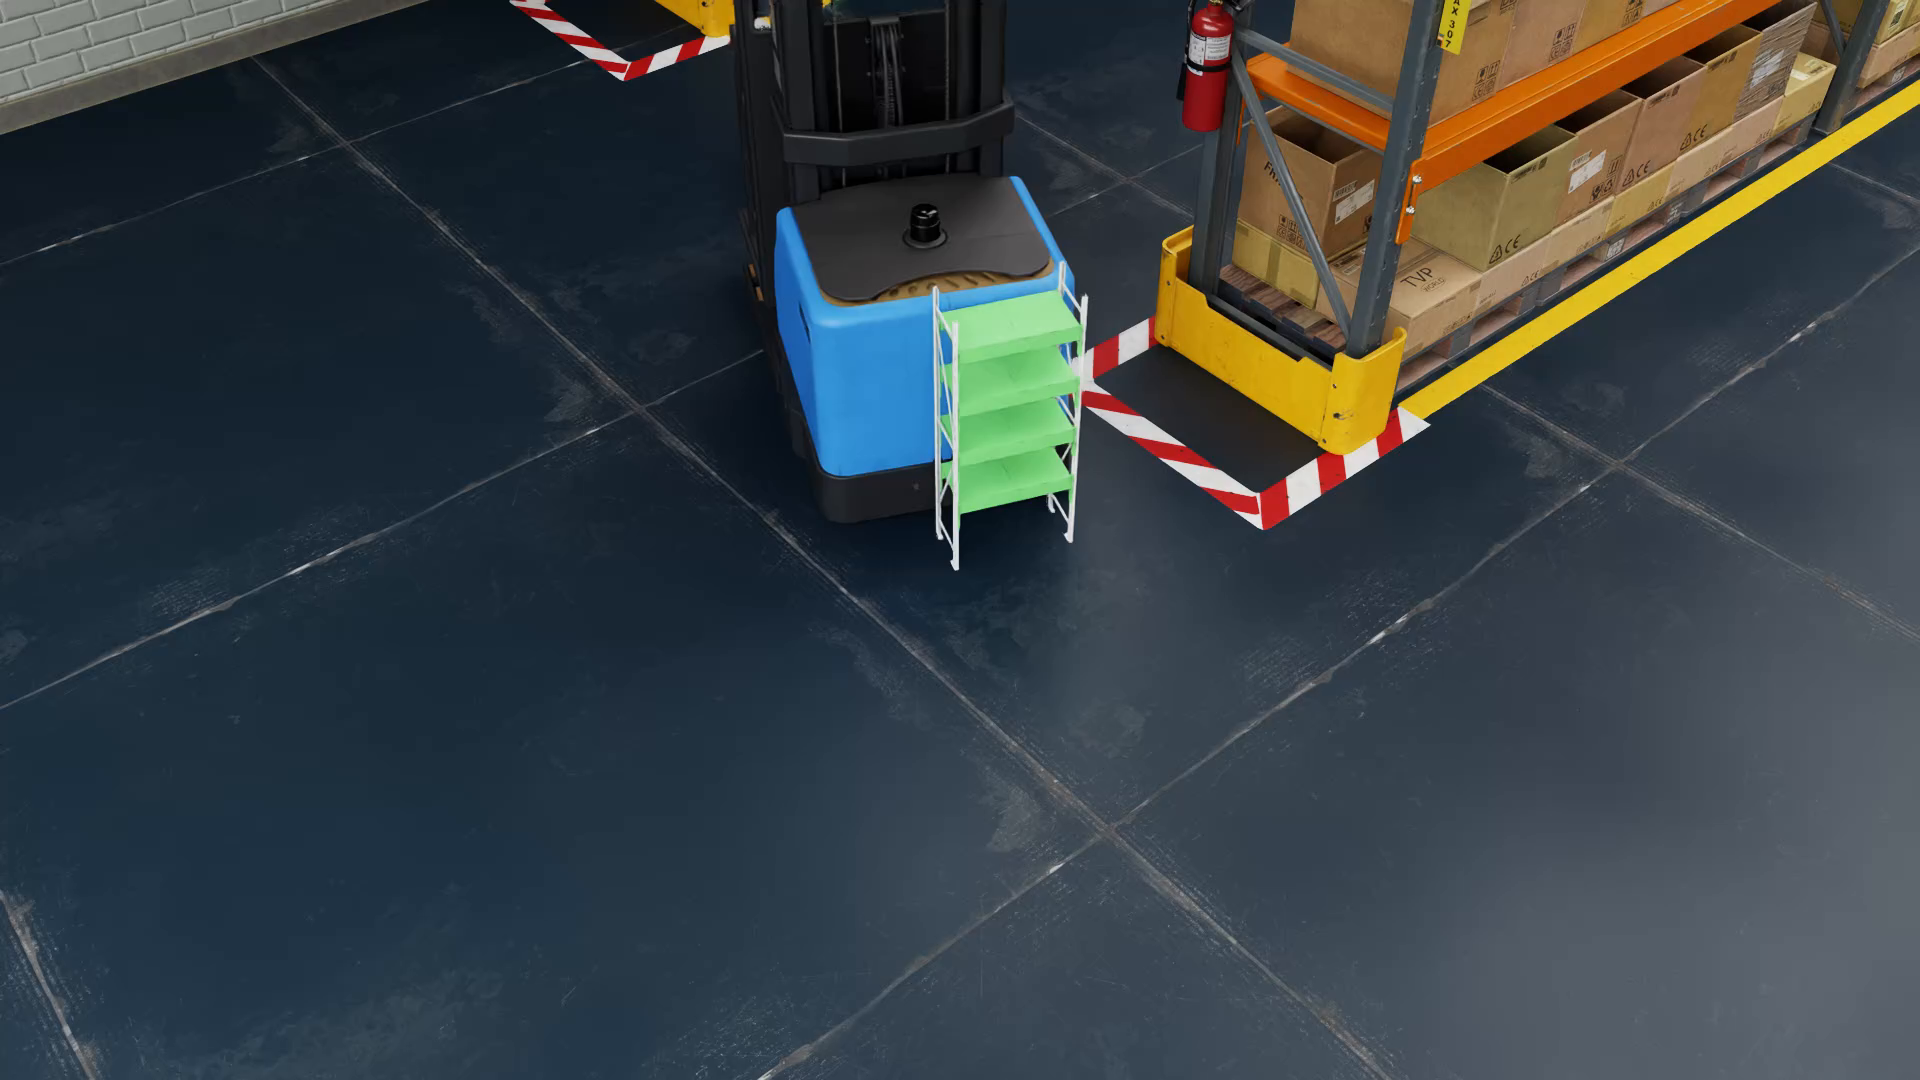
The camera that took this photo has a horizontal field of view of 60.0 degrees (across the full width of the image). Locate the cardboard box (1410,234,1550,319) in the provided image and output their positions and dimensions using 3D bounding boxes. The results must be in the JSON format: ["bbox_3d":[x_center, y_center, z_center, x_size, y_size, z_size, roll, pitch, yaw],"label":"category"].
[{"bbox_3d":[2.338,-1.323,7.669,0.500,0.250,0.500,-30,51,-28],"label":"cardboard box"}]

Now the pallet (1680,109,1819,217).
[{"bbox_3d":[3.834,-2.245,8.986,1.213,0.211,1.003,-30,51,-28],"label":"pallet"}]

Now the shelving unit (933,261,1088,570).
[{"bbox_3d":[0.179,-0.449,6.352,0.503,1.200,0.258,-13,45,-14],"label":"shelving unit"}]

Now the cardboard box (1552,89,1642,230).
[{"bbox_3d":[2.715,-1.822,7.653,0.500,0.500,0.500,-30,51,-28],"label":"cardboard box"}]

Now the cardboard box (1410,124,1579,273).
[{"bbox_3d":[2.339,-1.595,7.412,0.500,0.500,0.500,-30,51,-28],"label":"cardboard box"}]

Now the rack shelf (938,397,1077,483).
[{"bbox_3d":[0.179,-0.403,6.395,0.480,0.148,0.258,-13,45,-14],"label":"rack shelf"}]

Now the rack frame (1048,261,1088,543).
[{"bbox_3d":[0.410,-0.503,6.409,0.015,1.200,0.240,-13,45,-14],"label":"rack frame"}]

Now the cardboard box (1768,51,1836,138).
[{"bbox_3d":[4.256,-2.421,8.839,0.500,0.250,0.500,-30,51,-28],"label":"cardboard box"}]

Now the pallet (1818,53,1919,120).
[{"bbox_3d":[5.011,-2.916,9.701,1.213,0.211,1.003,-30,51,-28],"label":"pallet"}]

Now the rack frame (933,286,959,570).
[{"bbox_3d":[-0.052,-0.395,6.294,0.015,1.200,0.240,-13,45,-14],"label":"rack frame"}]

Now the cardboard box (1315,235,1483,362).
[{"bbox_3d":[1.957,-1.101,7.433,0.500,0.250,0.500,-30,51,-28],"label":"cardboard box"}]

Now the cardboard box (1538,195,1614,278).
[{"bbox_3d":[2.722,-1.542,7.903,0.500,0.250,0.500,-30,51,-28],"label":"cardboard box"}]

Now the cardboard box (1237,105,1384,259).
[{"bbox_3d":[1.623,-1.648,7.467,0.500,0.500,0.500,-30,51,-28],"label":"cardboard box"}]

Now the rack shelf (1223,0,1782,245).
[{"bbox_3d":[2.937,-2.448,7.691,4.000,0.370,1.077,-30,51,-28],"label":"rack shelf"}]

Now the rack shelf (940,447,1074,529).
[{"bbox_3d":[0.179,-0.228,6.560,0.480,0.148,0.258,-13,45,-14],"label":"rack shelf"}]

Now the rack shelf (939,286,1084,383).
[{"bbox_3d":[0.179,-0.752,6.067,0.480,0.148,0.258,-13,45,-14],"label":"rack shelf"}]

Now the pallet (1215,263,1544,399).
[{"bbox_3d":[1.963,-1.173,7.845,1.213,0.211,1.003,-30,51,-28],"label":"pallet"}]

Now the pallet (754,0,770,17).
[{"bbox_3d":[-1.074,-3.787,10.628,1.213,0.211,1.003,-30,51,-28],"label":"pallet"}]

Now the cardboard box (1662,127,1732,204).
[{"bbox_3d":[3.492,-1.979,8.368,0.500,0.250,0.500,-30,51,-28],"label":"cardboard box"}]

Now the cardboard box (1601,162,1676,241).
[{"bbox_3d":[3.109,-1.759,8.134,0.500,0.250,0.500,-30,51,-28],"label":"cardboard box"}]

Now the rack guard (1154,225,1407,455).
[{"bbox_3d":[1.384,-0.910,7.354,0.348,0.500,1.175,-30,51,-28],"label":"rack guard"}]

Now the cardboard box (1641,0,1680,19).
[{"bbox_3d":[2.955,-2.748,7.412,0.500,0.500,0.700,-28,50,-27],"label":"cardboard box"}]

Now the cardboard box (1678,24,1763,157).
[{"bbox_3d":[3.484,-2.259,8.119,0.500,0.500,0.500,-30,51,-28],"label":"cardboard box"}]

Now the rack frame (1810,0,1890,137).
[{"bbox_3d":[4.471,-3.589,8.380,0.127,3.000,1.000,-30,51,-28],"label":"rack frame"}]

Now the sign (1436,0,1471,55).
[{"bbox_3d":[1.754,-1.882,5.873,0.005,0.325,0.100,-30,51,-28],"label":"sign"}]

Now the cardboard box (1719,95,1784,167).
[{"bbox_3d":[3.866,-2.207,8.610,0.500,0.250,0.500,-30,51,-28],"label":"cardboard box"}]

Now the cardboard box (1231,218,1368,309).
[{"bbox_3d":[1.625,-1.373,7.723,0.500,0.250,0.500,-30,51,-28],"label":"cardboard box"}]

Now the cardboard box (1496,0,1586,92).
[{"bbox_3d":[2.169,-2.300,6.935,0.500,0.500,0.700,-28,50,-27],"label":"cardboard box"}]

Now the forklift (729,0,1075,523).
[{"bbox_3d":[-0.415,-2.160,6.909,1.130,2.935,3.031,-10,44,-11],"label":"forklift"}]

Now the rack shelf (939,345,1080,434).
[{"bbox_3d":[0.179,-0.577,6.231,0.480,0.148,0.258,-13,45,-14],"label":"rack shelf"}]

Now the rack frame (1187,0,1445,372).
[{"bbox_3d":[1.403,-1.832,6.509,0.127,3.000,1.000,-30,51,-28],"label":"rack frame"}]

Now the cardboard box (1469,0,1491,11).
[{"bbox_3d":[1.842,-2.164,6.316,0.250,0.149,0.380,-30,51,-28],"label":"cardboard box"}]

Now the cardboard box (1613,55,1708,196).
[{"bbox_3d":[3.109,-2.032,7.877,0.500,0.500,0.500,-30,51,-28],"label":"cardboard box"}]

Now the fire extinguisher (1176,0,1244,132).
[{"bbox_3d":[1.014,-1.996,6.740,0.183,0.674,0.296,-30,51,-28],"label":"fire extinguisher"}]

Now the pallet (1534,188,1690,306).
[{"bbox_3d":[2.898,-1.706,8.413,1.213,0.211,1.003,-30,51,-28],"label":"pallet"}]

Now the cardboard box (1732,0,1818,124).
[{"bbox_3d":[3.865,-2.481,8.355,0.500,0.500,0.500,-30,51,-28],"label":"cardboard box"}]

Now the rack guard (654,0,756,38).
[{"bbox_3d":[-1.720,-3.554,10.169,0.348,0.500,1.175,-30,51,-28],"label":"rack guard"}]

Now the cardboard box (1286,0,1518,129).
[{"bbox_3d":[1.769,-2.067,6.686,0.500,0.500,0.700,-30,51,-28],"label":"cardboard box"}]

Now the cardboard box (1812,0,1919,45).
[{"bbox_3d":[4.948,-2.995,9.040,0.500,0.311,0.500,-30,51,-28],"label":"cardboard box"}]

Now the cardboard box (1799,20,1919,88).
[{"bbox_3d":[4.939,-2.787,9.228,0.500,0.250,0.500,-31,51,-29],"label":"cardboard box"}]

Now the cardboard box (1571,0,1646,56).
[{"bbox_3d":[2.554,-2.515,7.164,0.500,0.500,0.700,-29,51,-28],"label":"cardboard box"}]

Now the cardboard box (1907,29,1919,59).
[{"bbox_3d":[5.332,-3.010,9.466,0.500,0.250,0.500,-29,50,-27],"label":"cardboard box"}]
